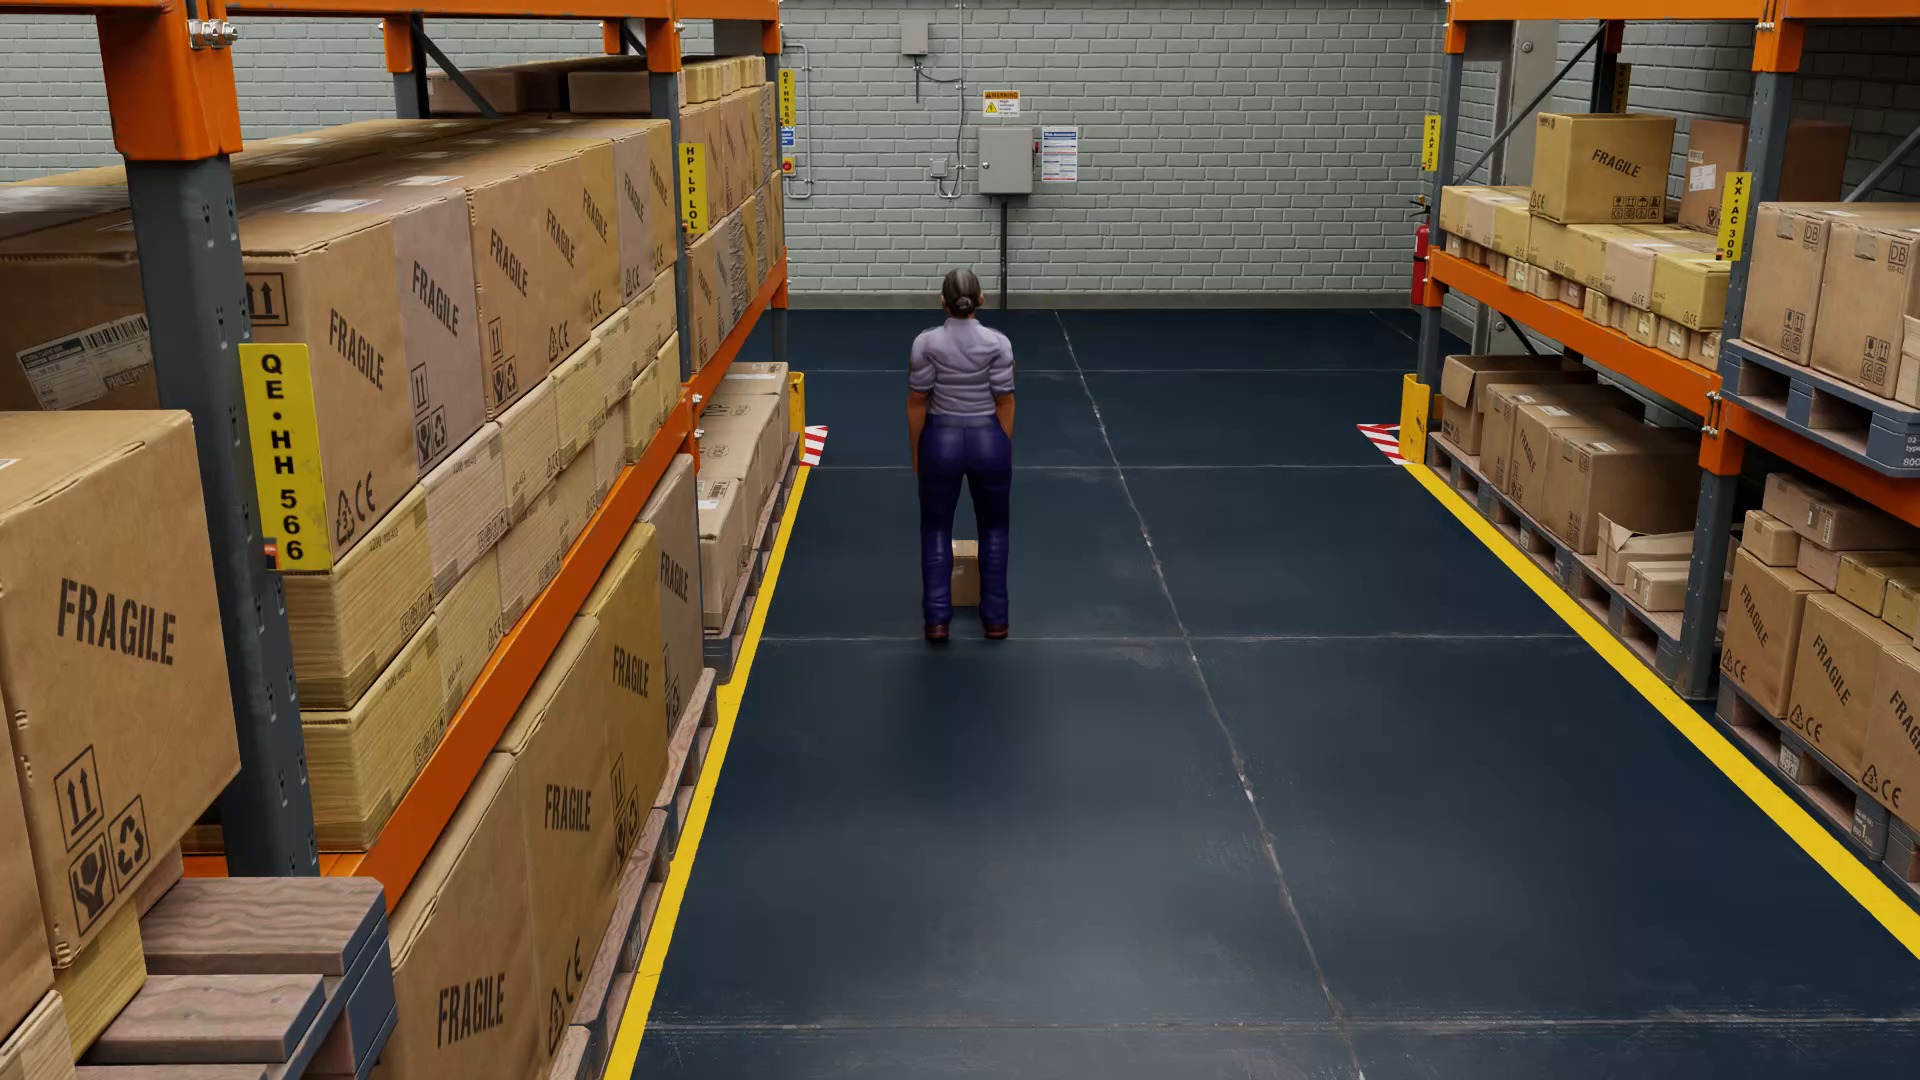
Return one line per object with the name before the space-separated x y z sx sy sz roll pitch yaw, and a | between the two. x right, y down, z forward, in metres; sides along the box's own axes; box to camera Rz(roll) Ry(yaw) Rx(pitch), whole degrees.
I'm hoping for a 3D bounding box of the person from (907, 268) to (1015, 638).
person | 0.004 -0.361 7.286 0.469 1.663 0.342 0 17 1
